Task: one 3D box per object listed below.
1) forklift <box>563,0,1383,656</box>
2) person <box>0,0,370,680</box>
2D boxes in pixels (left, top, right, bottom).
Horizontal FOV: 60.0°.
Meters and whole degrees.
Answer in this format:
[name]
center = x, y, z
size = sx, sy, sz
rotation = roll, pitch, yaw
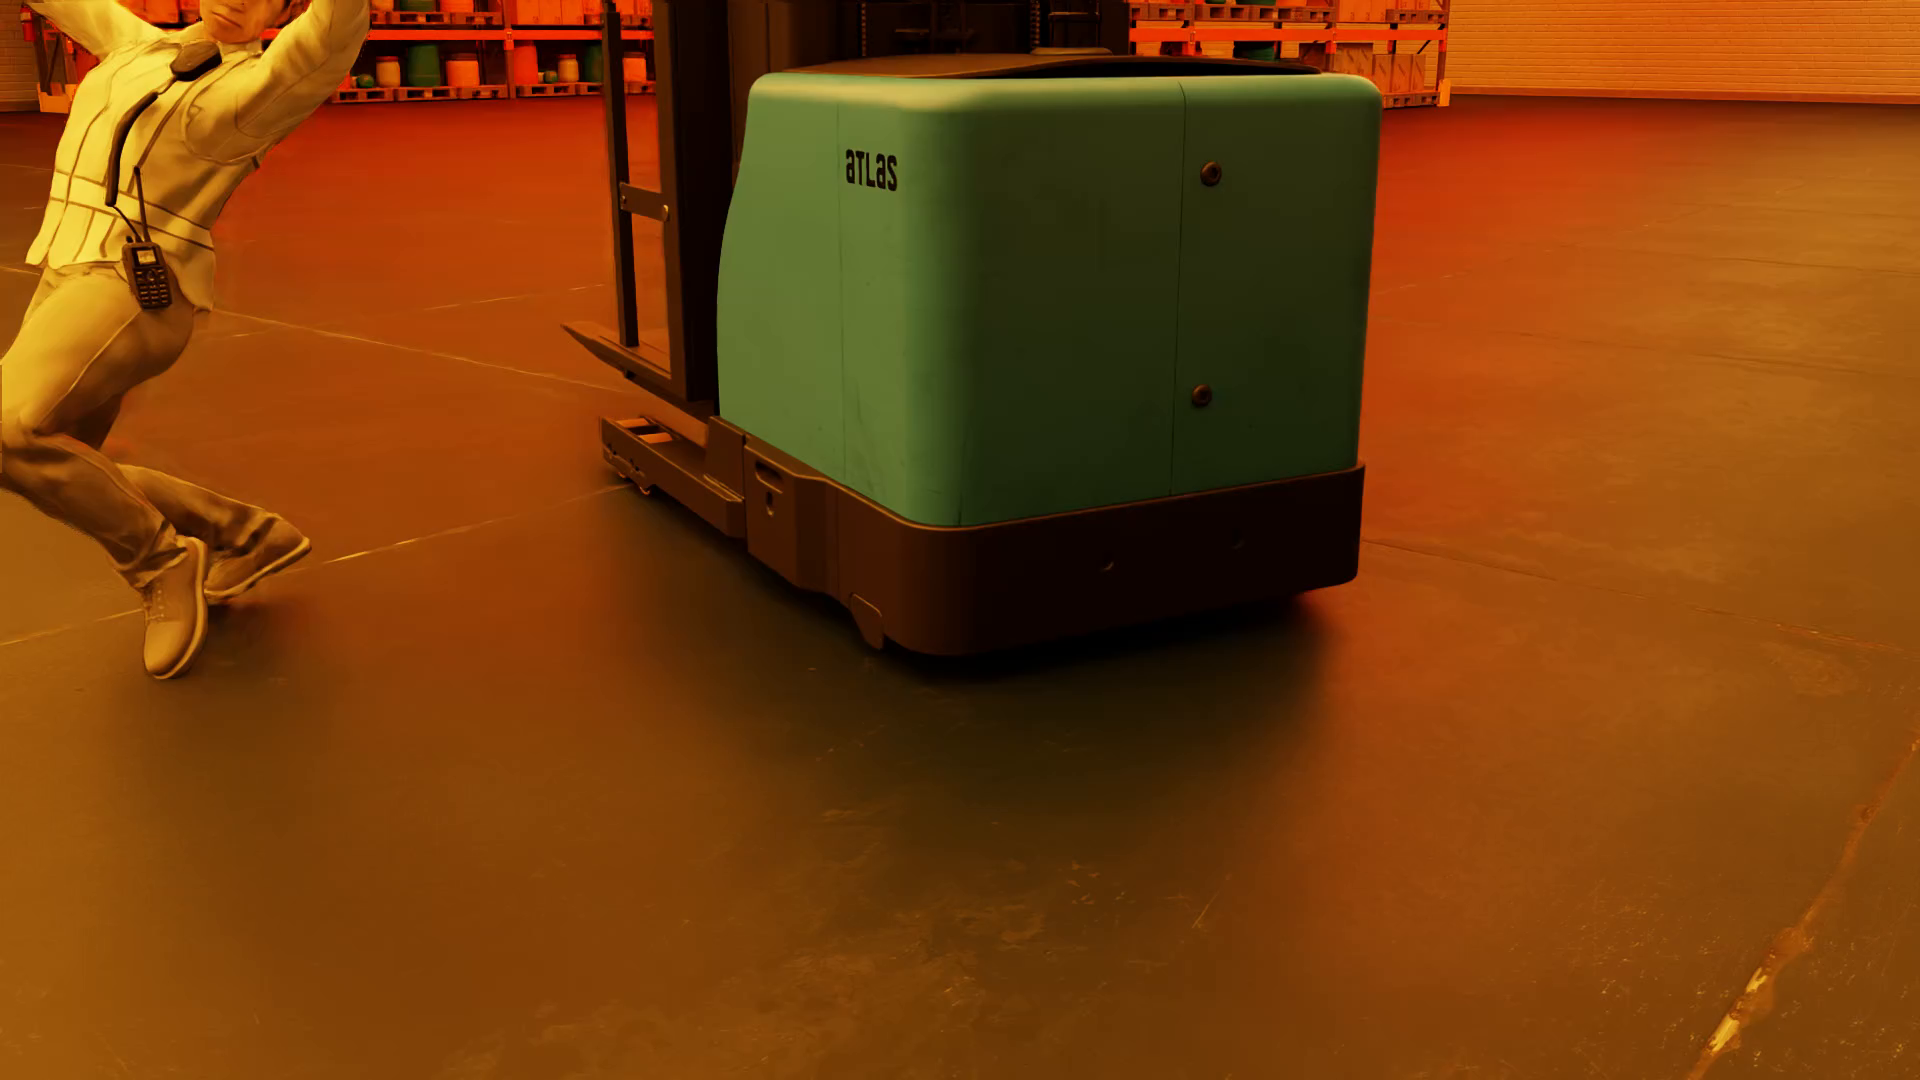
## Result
[forklift]
center = -0.312, -1.572, 4.073
size = 1.130, 2.935, 3.031
rotation = -9, 19, -27
[person]
center = -1.410, -0.520, 3.017
size = 0.997, 1.555, 0.818
rotation = 15, 23, 41
